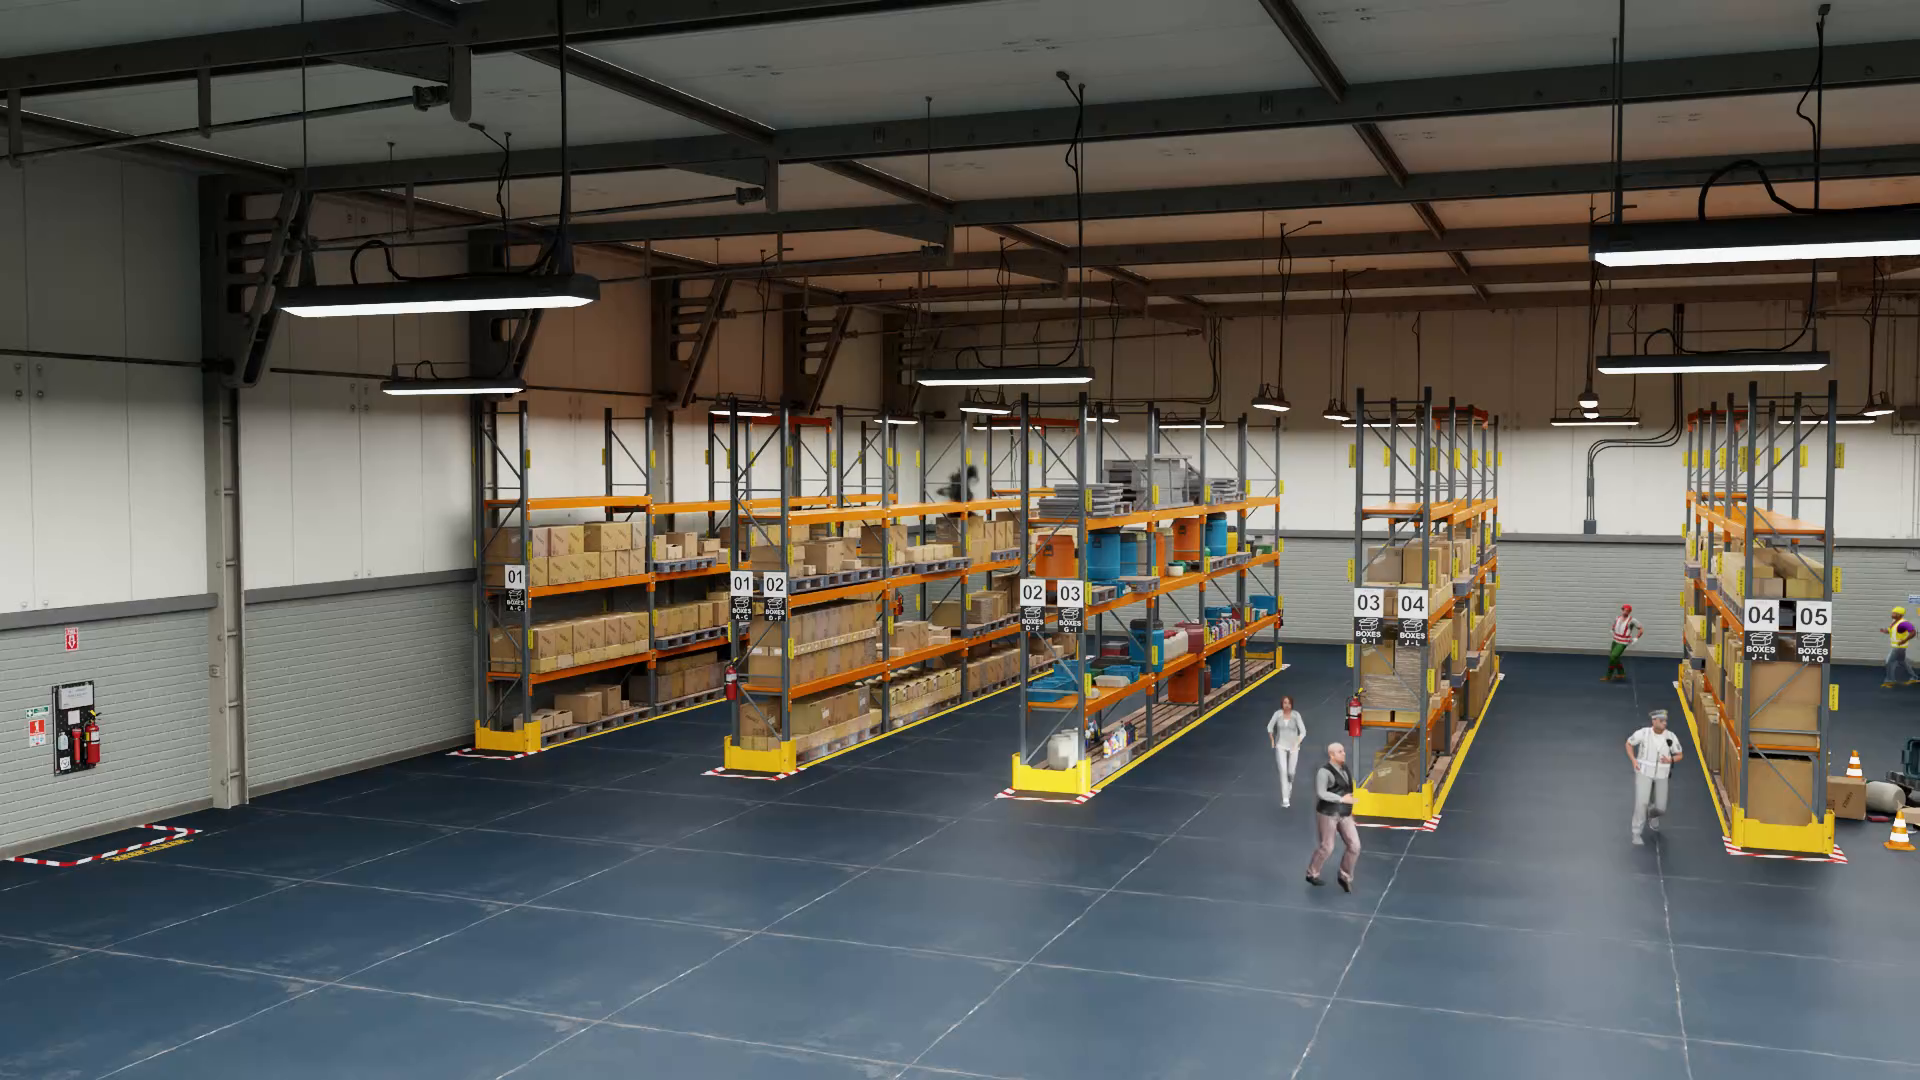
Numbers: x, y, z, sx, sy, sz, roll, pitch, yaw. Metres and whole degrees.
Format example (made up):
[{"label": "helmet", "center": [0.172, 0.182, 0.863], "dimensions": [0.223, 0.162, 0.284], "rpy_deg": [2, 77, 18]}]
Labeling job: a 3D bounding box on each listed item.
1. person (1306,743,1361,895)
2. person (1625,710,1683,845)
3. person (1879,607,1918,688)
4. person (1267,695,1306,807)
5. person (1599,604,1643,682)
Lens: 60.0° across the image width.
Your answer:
[{"label": "person", "center": [4.335, 3.228, 19.171], "dimensions": [0.675, 1.798, 0.748], "rpy_deg": [-2, 3, -37]}, {"label": "person", "center": [9.153, 3.099, 21.904], "dimensions": [0.691, 1.744, 0.868], "rpy_deg": [0, 3, 10]}, {"label": "person", "center": [20.479, 2.361, 36.220], "dimensions": [0.781, 1.824, 0.695], "rpy_deg": [1, 3, 20]}, {"label": "person", "center": [4.756, 3.049, 24.252], "dimensions": [0.553, 1.577, 0.734], "rpy_deg": [1, 3, 11]}, {"label": "person", "center": [14.800, 2.320, 37.326], "dimensions": [0.731, 1.756, 0.649], "rpy_deg": [-1, 3, -21]}]
